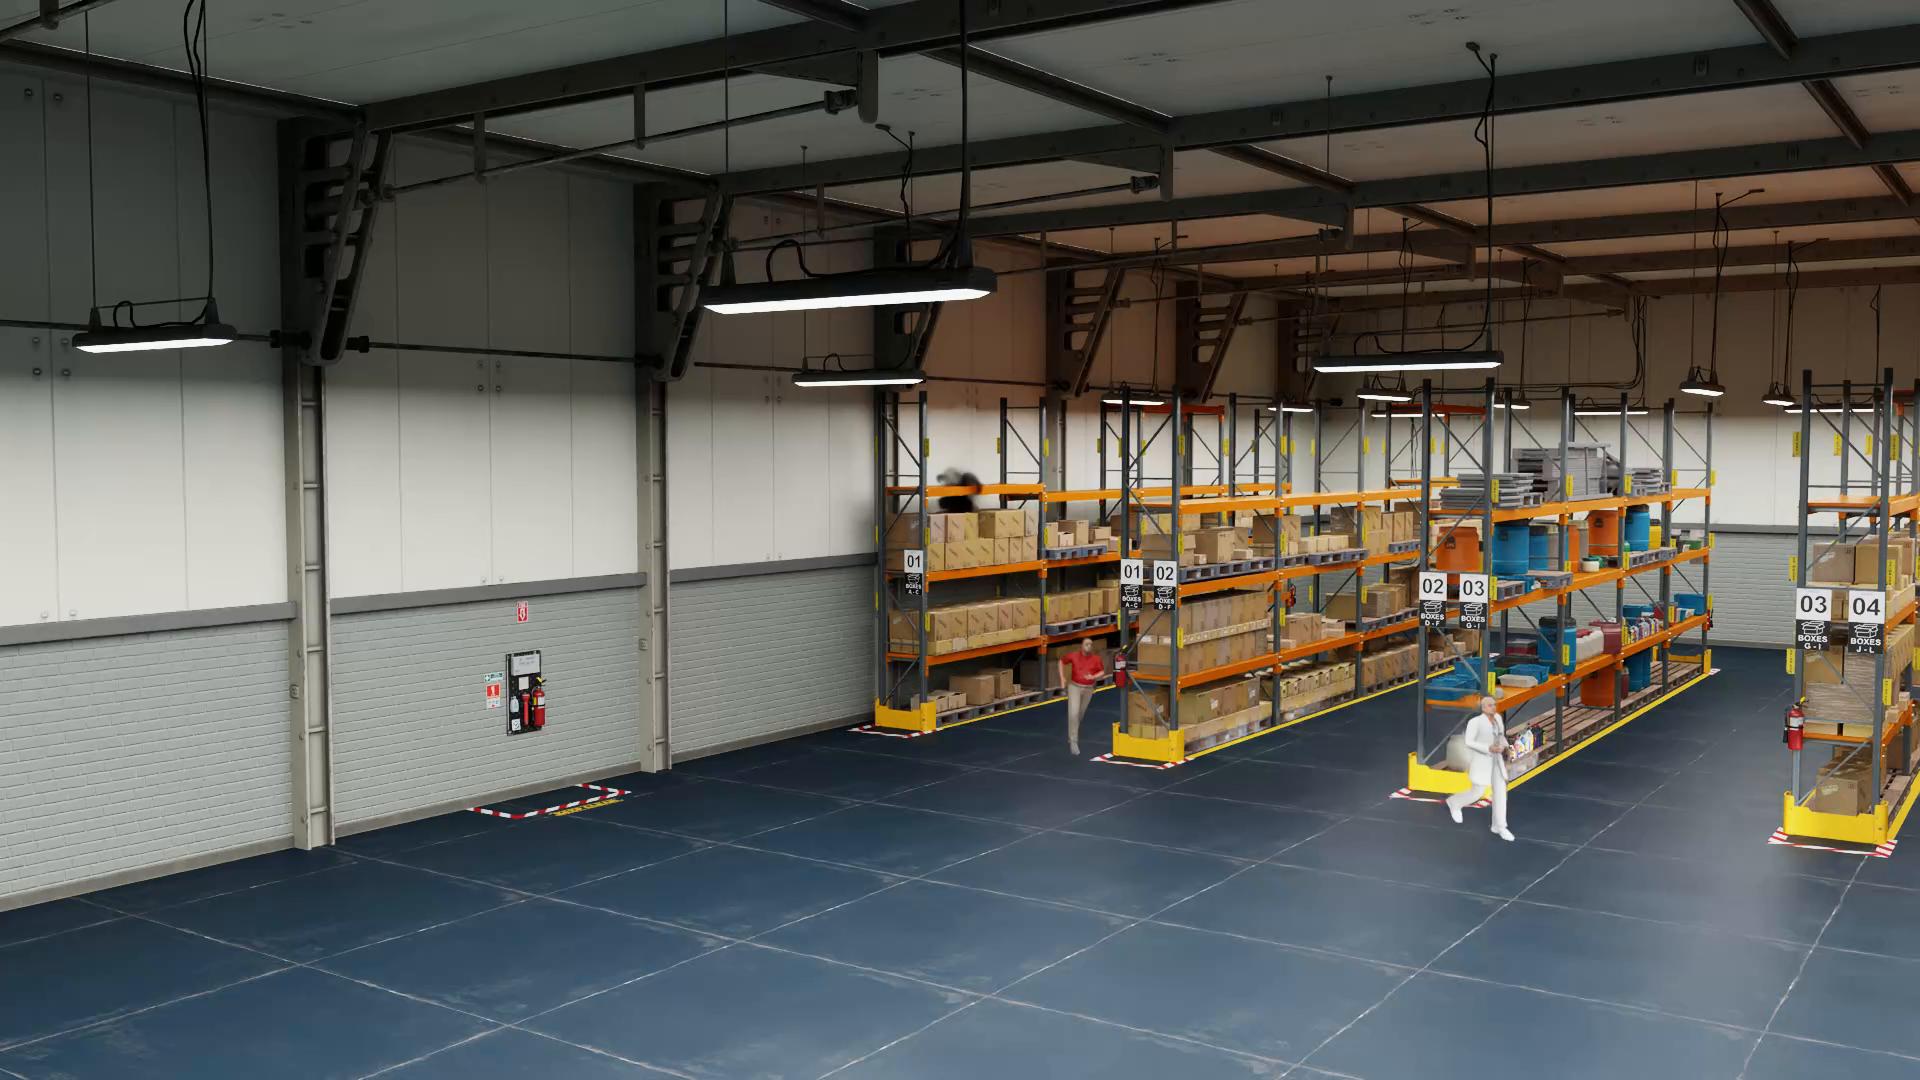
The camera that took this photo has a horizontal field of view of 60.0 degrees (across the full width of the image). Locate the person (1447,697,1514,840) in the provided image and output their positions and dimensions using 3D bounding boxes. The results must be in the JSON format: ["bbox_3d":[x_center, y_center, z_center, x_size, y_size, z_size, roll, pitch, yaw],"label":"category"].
[{"bbox_3d":[6.811,2.916,21.598,0.717,1.790,1.043,-1,3,-23],"label":"person"}]

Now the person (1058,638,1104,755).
[{"bbox_3d":[1.941,2.437,26.343,0.689,1.784,0.866,-1,3,-15],"label":"person"}]
